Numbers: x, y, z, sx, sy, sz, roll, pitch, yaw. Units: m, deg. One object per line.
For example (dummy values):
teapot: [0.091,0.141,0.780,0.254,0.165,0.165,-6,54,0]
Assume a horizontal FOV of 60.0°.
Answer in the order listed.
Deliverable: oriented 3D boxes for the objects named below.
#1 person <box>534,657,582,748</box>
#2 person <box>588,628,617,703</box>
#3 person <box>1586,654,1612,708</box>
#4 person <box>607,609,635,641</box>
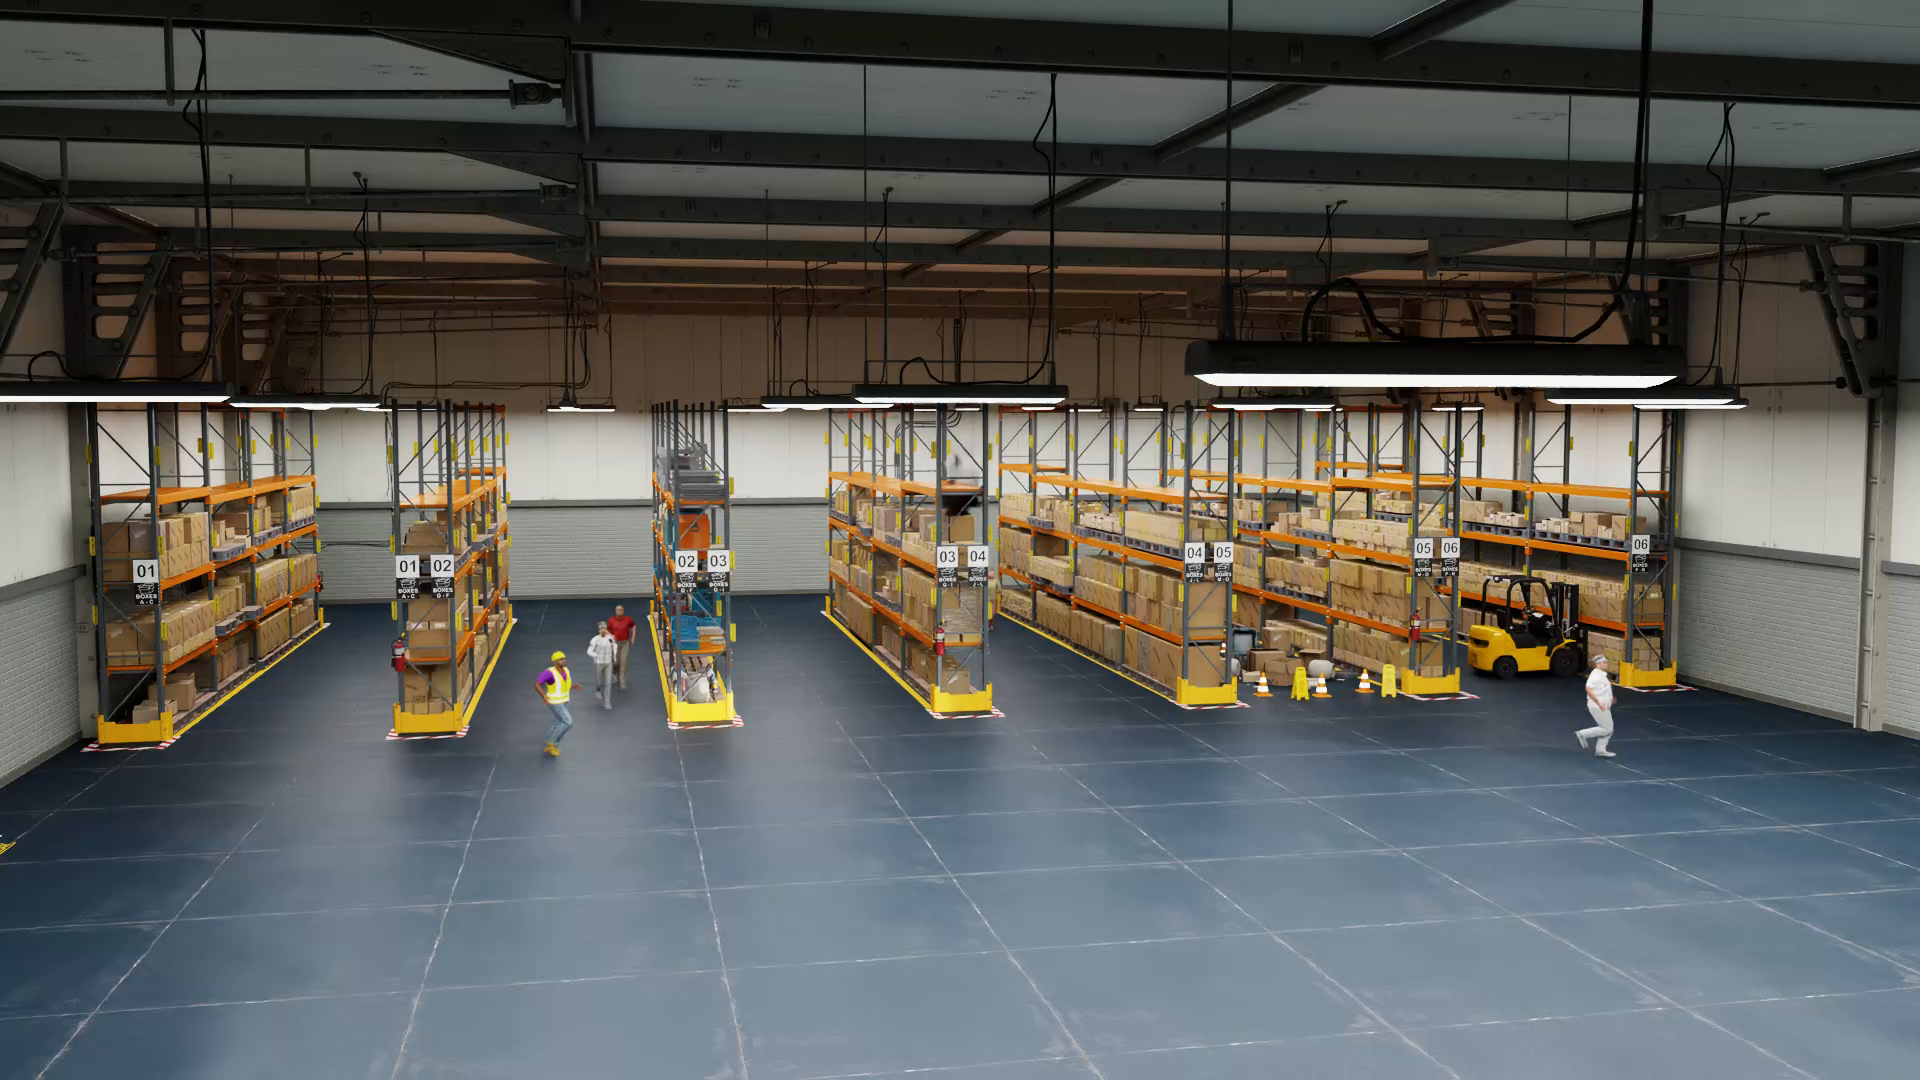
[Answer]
person: [-6.708,2.716,27.944,0.679,1.622,0.668,2,5,20]
person: [-6.984,2.405,32.546,0.616,1.570,0.705,-2,5,-23]
person: [10.700,2.343,27.792,0.394,0.901,0.652,2,5,26]
person: [-7.157,1.783,34.952,0.655,0.685,0.393,-1,4,-14]
